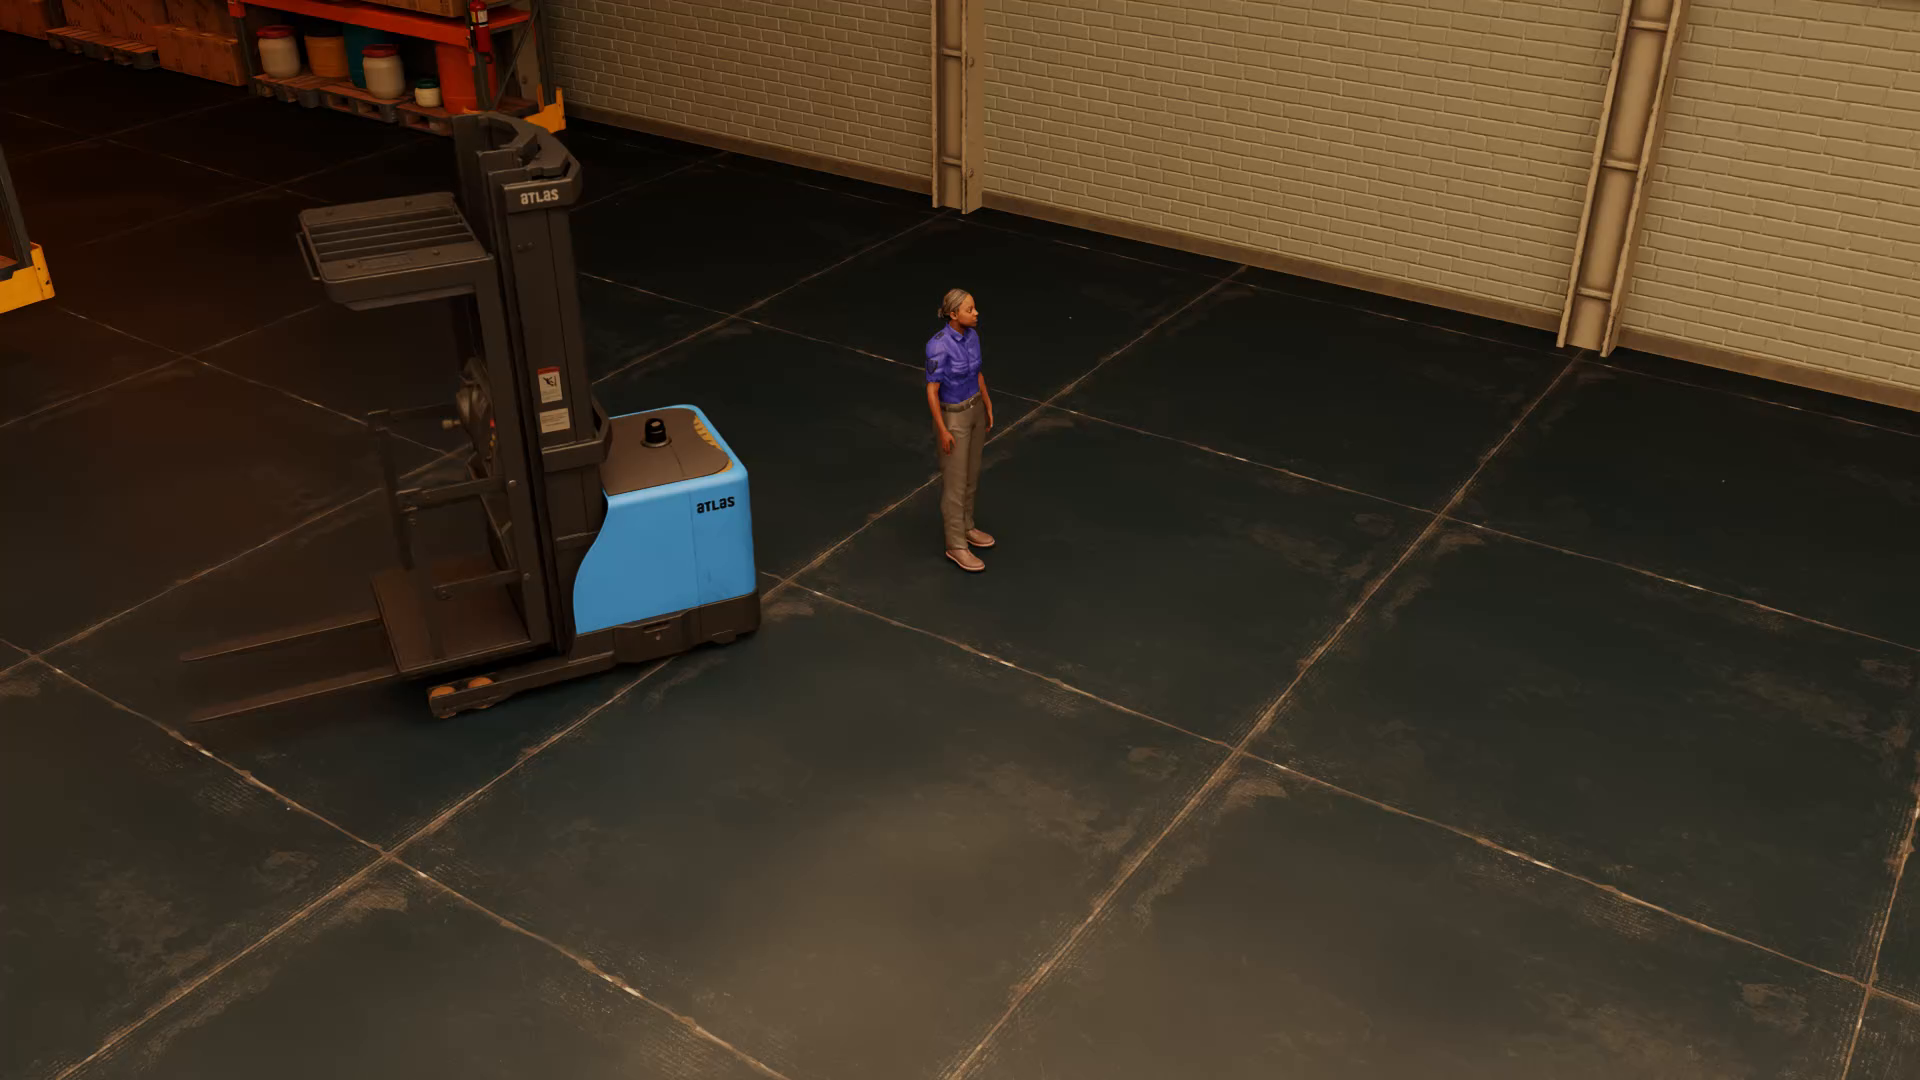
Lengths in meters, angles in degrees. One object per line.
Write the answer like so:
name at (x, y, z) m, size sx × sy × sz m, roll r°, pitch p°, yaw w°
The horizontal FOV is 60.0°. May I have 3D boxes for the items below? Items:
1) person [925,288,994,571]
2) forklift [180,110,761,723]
person at (0.062, -0.689, 10.024) m, size 0.503 × 1.656 × 0.569 m, roll 19°, pitch 35°, yaw 29°
forklift at (-2.700, -0.622, 8.652) m, size 3.031 × 2.935 × 1.130 m, roll -13°, pitch 33°, yaw -22°
